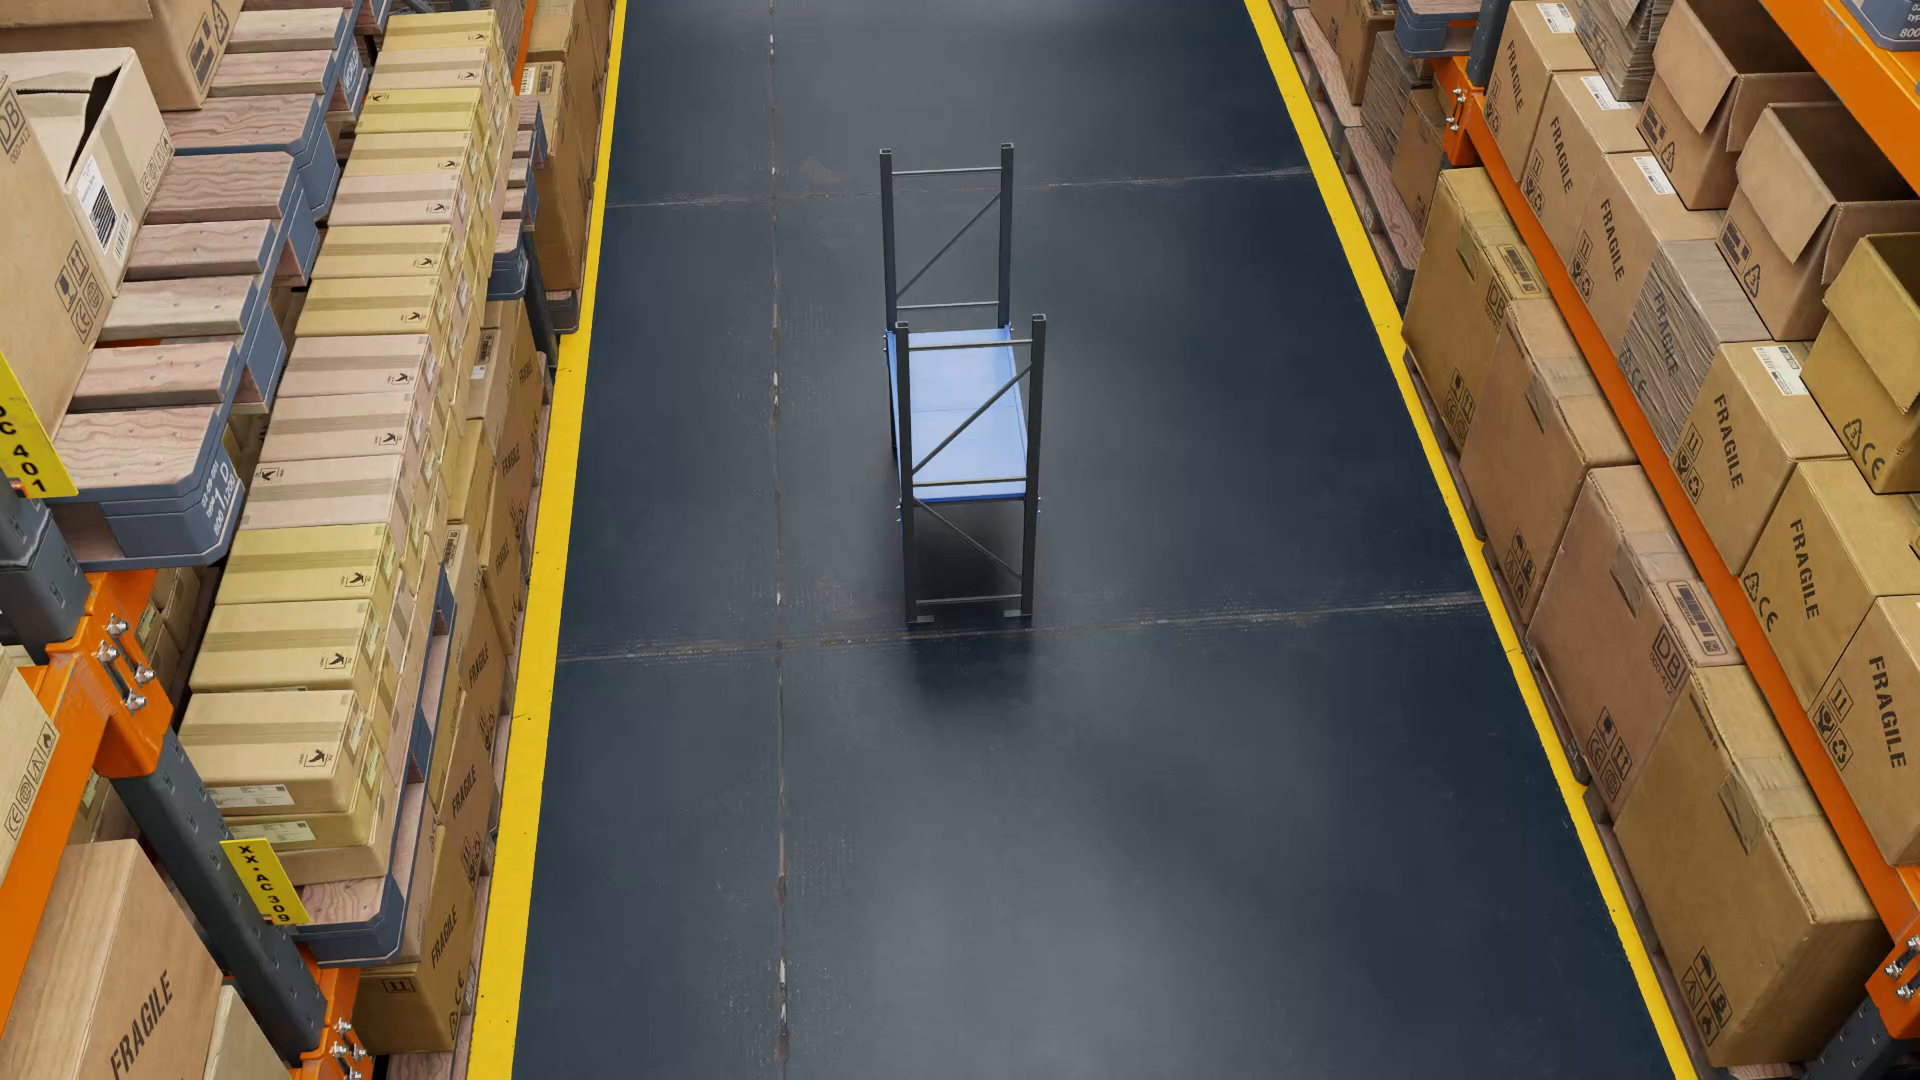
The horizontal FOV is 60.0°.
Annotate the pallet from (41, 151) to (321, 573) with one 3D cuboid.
[{"bbox_3d":[-1.962,-0.354,3.220,1.213,0.211,1.003,-3,47,-3],"label":"pallet"}]

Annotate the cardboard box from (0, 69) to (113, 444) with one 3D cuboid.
[{"bbox_3d":[-1.939,-0.426,2.800,0.700,0.500,0.500,-3,47,-3],"label":"cardboard box"}]

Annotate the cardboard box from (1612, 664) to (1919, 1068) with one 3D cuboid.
[{"bbox_3d":[2.861,0.962,5.084,1.225,0.875,0.875,-3,47,-3],"label":"cardboard box"}]

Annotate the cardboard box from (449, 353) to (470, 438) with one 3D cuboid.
[{"bbox_3d":[-1.724,-0.432,5.114,0.380,0.149,0.250,-5,47,-5],"label":"cardboard box"}]

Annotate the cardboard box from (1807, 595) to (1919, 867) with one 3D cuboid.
[{"bbox_3d":[2.623,0.481,4.296,0.500,0.500,0.500,-3,47,-3],"label":"cardboard box"}]

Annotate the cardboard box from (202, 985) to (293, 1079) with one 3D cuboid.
[{"bbox_3d":[-1.694,1.262,3.352,0.500,0.500,0.500,-3,47,-3],"label":"cardboard box"}]

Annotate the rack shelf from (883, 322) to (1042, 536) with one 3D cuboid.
[{"bbox_3d":[-0.007,-0.454,6.531,0.538,0.185,1.000,-3,47,-3],"label":"rack shelf"}]

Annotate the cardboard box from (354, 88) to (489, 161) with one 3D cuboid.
[{"bbox_3d":[-1.813,-1.393,5.614,0.380,0.149,0.250,-2,47,-2],"label":"cardboard box"}]

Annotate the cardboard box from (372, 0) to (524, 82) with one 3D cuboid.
[{"bbox_3d":[-2.120,-2.204,6.839,0.500,0.500,0.500,-3,47,-3],"label":"cardboard box"}]

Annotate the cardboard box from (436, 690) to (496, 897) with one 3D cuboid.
[{"bbox_3d":[-1.860,0.847,5.451,0.500,0.500,0.500,-2,47,-1],"label":"cardboard box"}]

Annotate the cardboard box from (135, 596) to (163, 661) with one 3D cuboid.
[{"bbox_3d":[-2.288,0.259,4.254,0.380,0.149,0.250,-2,47,-2],"label":"cardboard box"}]

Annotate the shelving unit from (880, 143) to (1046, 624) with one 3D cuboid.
[{"bbox_3d":[-0.007,-0.577,6.400,0.538,1.500,1.048,-3,47,-3],"label":"shelving unit"}]

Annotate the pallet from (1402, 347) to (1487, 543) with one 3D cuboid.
[{"bbox_3d":[2.591,-0.523,7.236,1.003,0.211,1.213,-3,47,-3],"label":"pallet"}]

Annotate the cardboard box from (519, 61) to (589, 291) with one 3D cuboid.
[{"bbox_3d":[-2.313,-1.645,7.639,1.050,0.750,0.750,-4,47,-4],"label":"cardboard box"}]

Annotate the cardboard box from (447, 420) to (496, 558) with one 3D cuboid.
[{"bbox_3d":[-1.953,-0.159,5.887,0.500,0.250,0.500,-2,47,-2],"label":"cardboard box"}]

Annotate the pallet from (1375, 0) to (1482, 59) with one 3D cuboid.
[{"bbox_3d":[2.434,-2.500,7.320,1.213,0.211,1.003,-3,47,-3],"label":"pallet"}]

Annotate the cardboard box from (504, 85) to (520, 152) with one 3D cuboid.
[{"bbox_3d":[-1.852,-1.558,6.179,0.380,0.149,0.250,-3,47,-3],"label":"cardboard box"}]

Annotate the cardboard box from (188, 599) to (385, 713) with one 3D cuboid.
[{"bbox_3d":[-1.621,0.289,4.021,0.380,0.149,0.250,-2,47,-2],"label":"cardboard box"}]

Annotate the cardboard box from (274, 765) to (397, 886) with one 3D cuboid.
[{"bbox_3d":[-1.591,0.695,4.047,0.380,0.149,0.250,-6,47,-5],"label":"cardboard box"}]

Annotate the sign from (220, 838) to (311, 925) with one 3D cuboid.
[{"bbox_3d":[-1.476,0.729,3.534,0.100,0.325,0.005,-3,47,-3],"label":"sign"}]

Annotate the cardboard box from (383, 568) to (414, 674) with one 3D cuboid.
[{"bbox_3d":[-1.637,0.218,4.293,0.380,0.149,0.250,-2,47,-2],"label":"cardboard box"}]

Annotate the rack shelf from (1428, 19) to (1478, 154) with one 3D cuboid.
[{"bbox_3d":[2.432,-3.257,8.400,1.077,0.370,4.000,-3,47,-3],"label":"rack shelf"}]

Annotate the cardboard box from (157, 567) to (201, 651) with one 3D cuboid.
[{"bbox_3d":[-2.309,0.182,4.532,0.380,0.149,0.250,-6,47,-5],"label":"cardboard box"}]

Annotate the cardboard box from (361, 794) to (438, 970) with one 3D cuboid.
[{"bbox_3d":[-1.815,0.972,4.816,0.500,0.250,0.500,-5,47,-5],"label":"cardboard box"}]

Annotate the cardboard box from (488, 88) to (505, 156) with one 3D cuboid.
[{"bbox_3d":[-1.832,-1.466,5.888,0.380,0.149,0.250,-2,47,-2],"label":"cardboard box"}]

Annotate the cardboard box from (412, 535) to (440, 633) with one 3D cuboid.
[{"bbox_3d":[-1.657,0.131,4.580,0.380,0.149,0.250,-3,47,-3],"label":"cardboard box"}]

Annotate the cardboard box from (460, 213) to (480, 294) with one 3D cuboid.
[{"bbox_3d":[-1.769,-0.915,5.366,0.380,0.149,0.250,-4,47,-4],"label":"cardboard box"}]

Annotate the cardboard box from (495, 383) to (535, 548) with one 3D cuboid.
[{"bbox_3d":[-1.996,-0.277,6.516,0.500,0.500,0.500,-2,47,-2],"label":"cardboard box"}]

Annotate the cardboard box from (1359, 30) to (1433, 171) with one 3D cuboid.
[{"bbox_3d":[2.464,-2.233,8.354,0.700,0.500,0.500,-7,47,-7],"label":"cardboard box"}]

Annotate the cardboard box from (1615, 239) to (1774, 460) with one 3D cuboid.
[{"bbox_3d":[2.501,-0.618,5.337,0.500,0.500,0.500,-3,47,-3],"label":"cardboard box"}]

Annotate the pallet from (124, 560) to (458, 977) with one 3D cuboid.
[{"bbox_3d":[-1.936,0.570,4.413,1.003,0.211,1.213,-3,47,-3],"label":"pallet"}]

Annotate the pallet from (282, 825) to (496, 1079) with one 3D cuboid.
[{"bbox_3d":[-2.083,1.461,5.357,1.003,0.211,1.213,-3,47,-3],"label":"pallet"}]

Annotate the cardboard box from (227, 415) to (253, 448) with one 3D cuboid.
[{"bbox_3d":[-2.382,-0.403,5.086,0.380,0.149,0.250,-5,47,-5],"label":"cardboard box"}]

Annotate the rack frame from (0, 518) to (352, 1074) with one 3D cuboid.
[{"bbox_3d":[-2.016,1.066,3.811,1.000,3.000,0.127,-3,47,-3],"label":"rack frame"}]

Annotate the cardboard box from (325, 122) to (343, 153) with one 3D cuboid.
[{"bbox_3d":[-2.515,-1.551,6.173,0.380,0.149,0.250,-4,47,-4],"label":"cardboard box"}]

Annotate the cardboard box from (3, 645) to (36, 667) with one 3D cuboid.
[{"bbox_3d":[-2.268,0.330,3.982,0.380,0.149,0.250,-5,47,-4],"label":"cardboard box"}]

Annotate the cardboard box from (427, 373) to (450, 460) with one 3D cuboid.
[{"bbox_3d":[-1.706,-0.357,4.837,0.380,0.149,0.250,-4,47,-4],"label":"cardboard box"}]

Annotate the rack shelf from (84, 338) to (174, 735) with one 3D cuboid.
[{"bbox_3d":[-2.184,-1.166,4.354,1.077,0.370,4.000,-3,47,-3],"label":"rack shelf"}]

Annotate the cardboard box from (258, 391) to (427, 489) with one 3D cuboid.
[{"bbox_3d":[-1.680,-0.263,4.544,0.380,0.149,0.250,-4,47,-4],"label":"cardboard box"}]

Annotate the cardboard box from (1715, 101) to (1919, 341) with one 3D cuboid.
[{"bbox_3d":[2.759,-0.950,4.960,0.797,0.503,0.637,-2,47,-2],"label":"cardboard box"}]

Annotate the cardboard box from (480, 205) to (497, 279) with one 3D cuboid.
[{"bbox_3d":[-1.794,-1.011,5.662,0.380,0.149,0.250,-4,47,-4],"label":"cardboard box"}]

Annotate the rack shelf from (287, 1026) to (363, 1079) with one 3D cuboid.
[{"bbox_3d":[-1.849,2.760,2.702,1.077,0.370,4.000,-3,47,-3],"label":"rack shelf"}]

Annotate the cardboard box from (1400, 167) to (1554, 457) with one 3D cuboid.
[{"bbox_3d":[2.637,-0.970,6.913,1.225,0.875,0.875,-5,47,-5],"label":"cardboard box"}]

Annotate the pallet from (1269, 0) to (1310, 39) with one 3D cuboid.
[{"bbox_3d":[2.331,-3.429,9.988,1.003,0.211,1.213,-3,47,-3],"label":"pallet"}]

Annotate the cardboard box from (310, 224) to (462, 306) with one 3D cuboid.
[{"bbox_3d":[-1.747,-0.829,5.079,0.380,0.149,0.250,-1,47,-1],"label":"cardboard box"}]

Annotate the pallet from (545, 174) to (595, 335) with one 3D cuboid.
[{"bbox_3d":[-2.342,-1.445,8.109,1.003,0.211,1.213,-3,47,-3],"label":"pallet"}]

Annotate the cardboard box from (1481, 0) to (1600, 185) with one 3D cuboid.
[{"bbox_3d":[2.369,-1.723,6.384,0.500,0.500,0.500,-2,47,-2],"label":"cardboard box"}]
